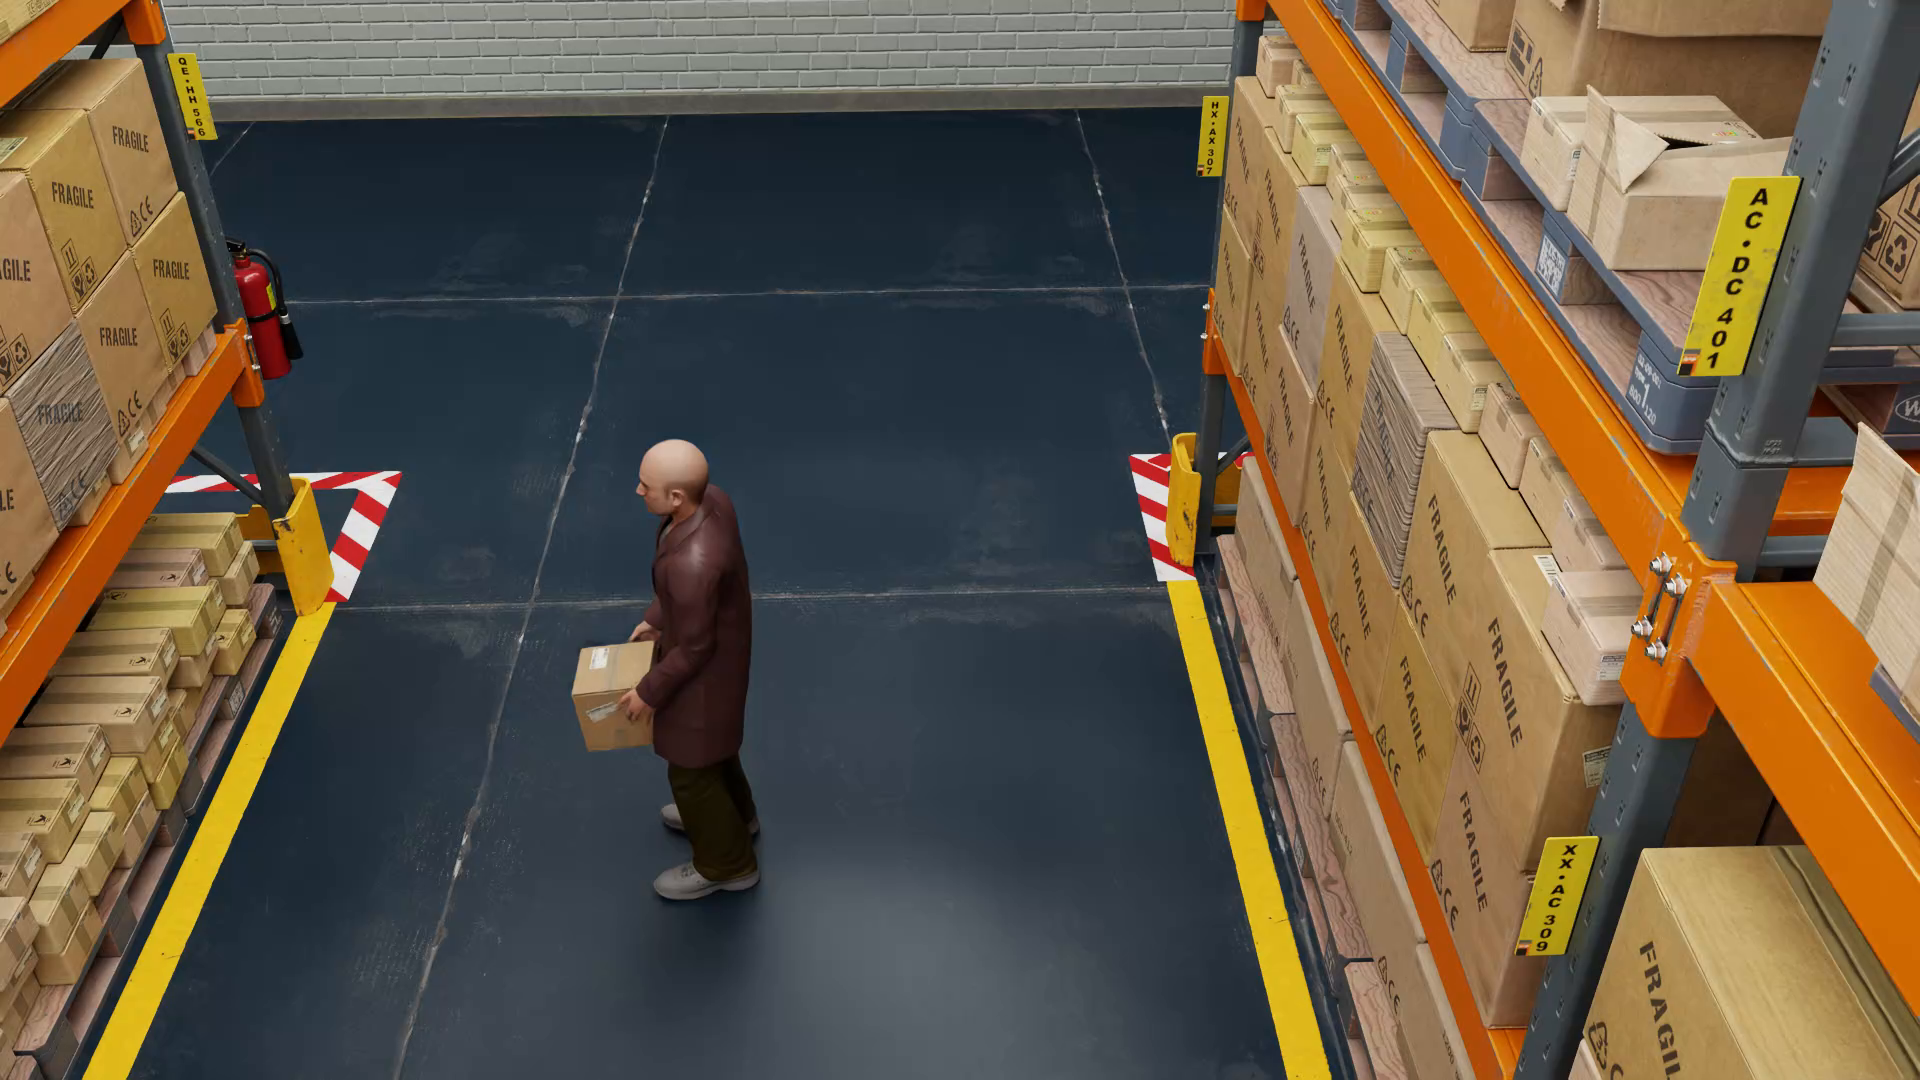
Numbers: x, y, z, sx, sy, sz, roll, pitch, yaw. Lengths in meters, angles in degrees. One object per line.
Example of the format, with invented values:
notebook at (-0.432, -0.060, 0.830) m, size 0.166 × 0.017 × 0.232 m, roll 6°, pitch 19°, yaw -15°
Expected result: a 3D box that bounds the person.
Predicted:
person at (-0.899, 0.433, 5.527) m, size 0.443 × 1.781 × 0.579 m, roll -2°, pitch 35°, yaw -3°
